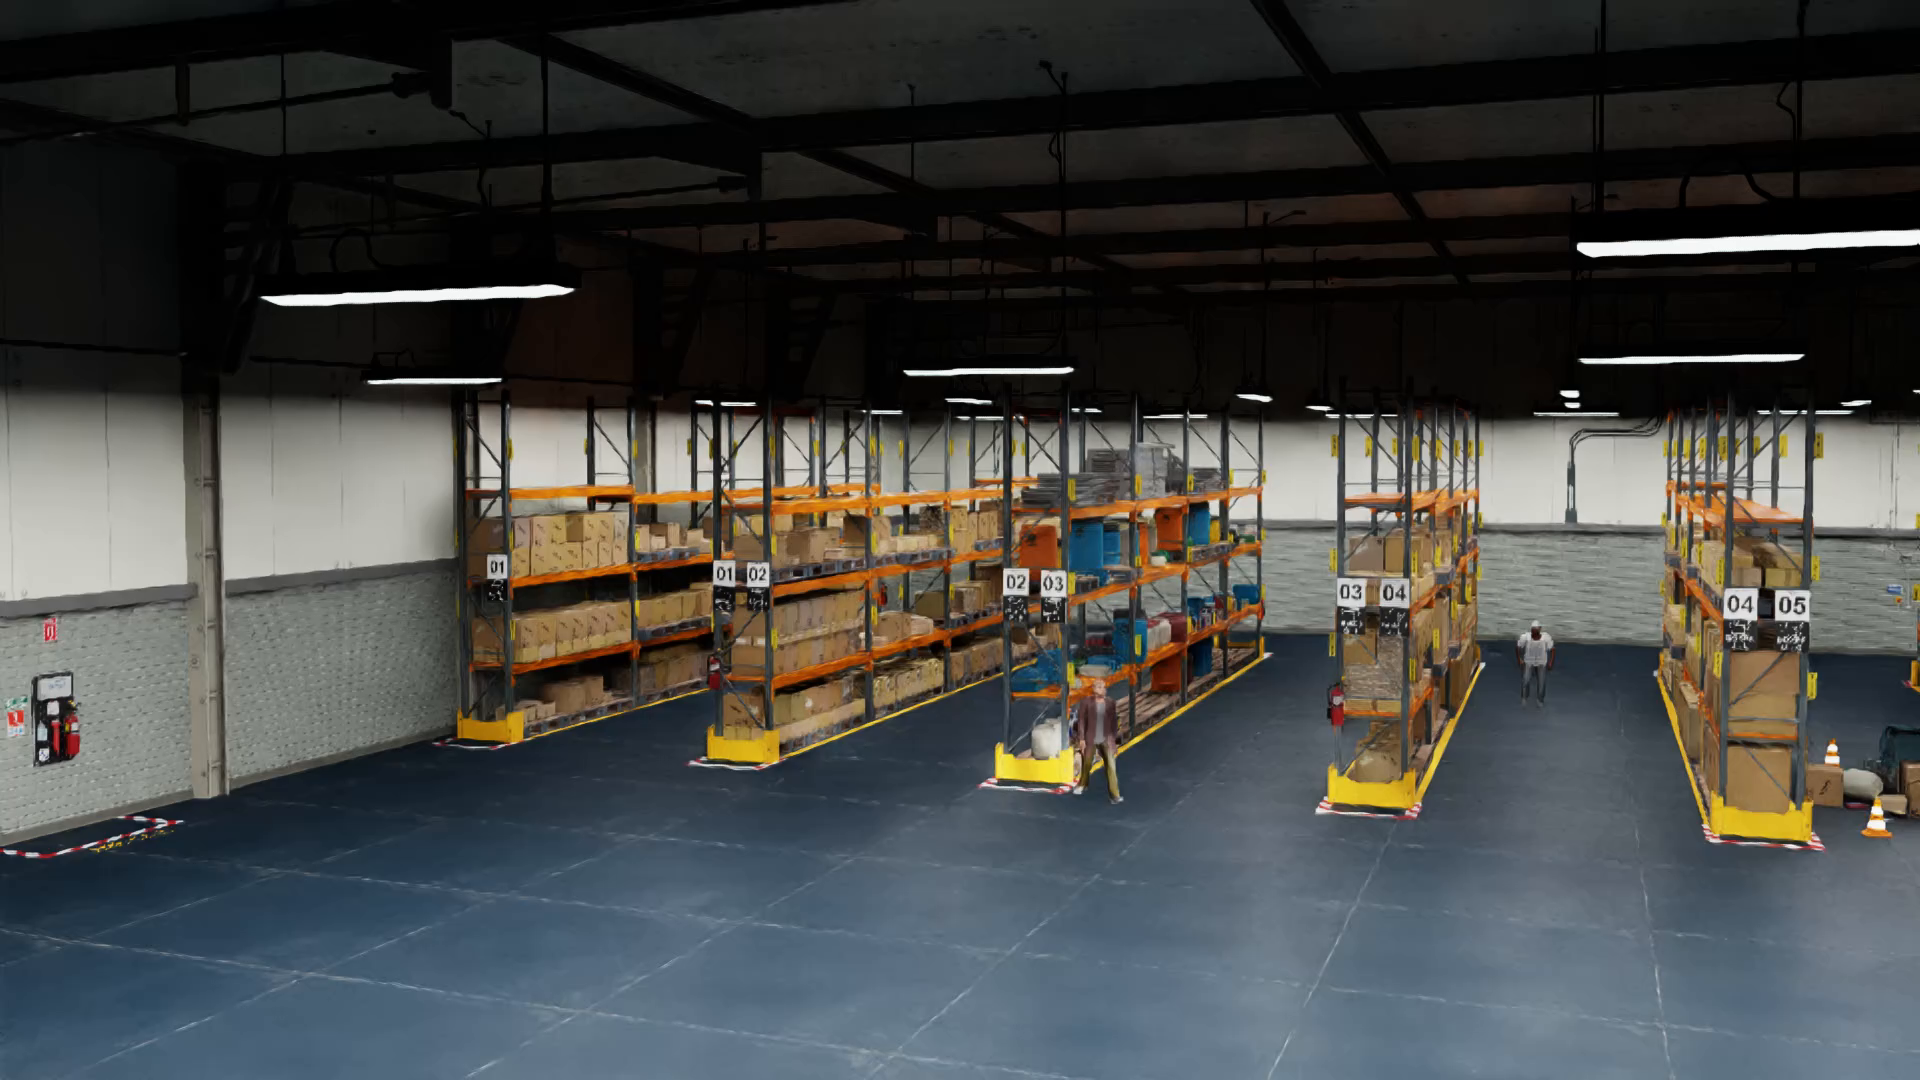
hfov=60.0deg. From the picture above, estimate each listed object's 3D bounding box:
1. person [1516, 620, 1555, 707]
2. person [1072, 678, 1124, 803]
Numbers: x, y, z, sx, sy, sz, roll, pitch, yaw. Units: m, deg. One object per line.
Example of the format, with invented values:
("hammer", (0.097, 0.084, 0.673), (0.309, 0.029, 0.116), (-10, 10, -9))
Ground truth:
("person", (11.103, 2.385, 32.116), (0.719, 1.714, 0.578), (1, 3, 19))
("person", (1.943, 2.827, 23.602), (0.621, 1.749, 1.010), (0, 3, -5))
